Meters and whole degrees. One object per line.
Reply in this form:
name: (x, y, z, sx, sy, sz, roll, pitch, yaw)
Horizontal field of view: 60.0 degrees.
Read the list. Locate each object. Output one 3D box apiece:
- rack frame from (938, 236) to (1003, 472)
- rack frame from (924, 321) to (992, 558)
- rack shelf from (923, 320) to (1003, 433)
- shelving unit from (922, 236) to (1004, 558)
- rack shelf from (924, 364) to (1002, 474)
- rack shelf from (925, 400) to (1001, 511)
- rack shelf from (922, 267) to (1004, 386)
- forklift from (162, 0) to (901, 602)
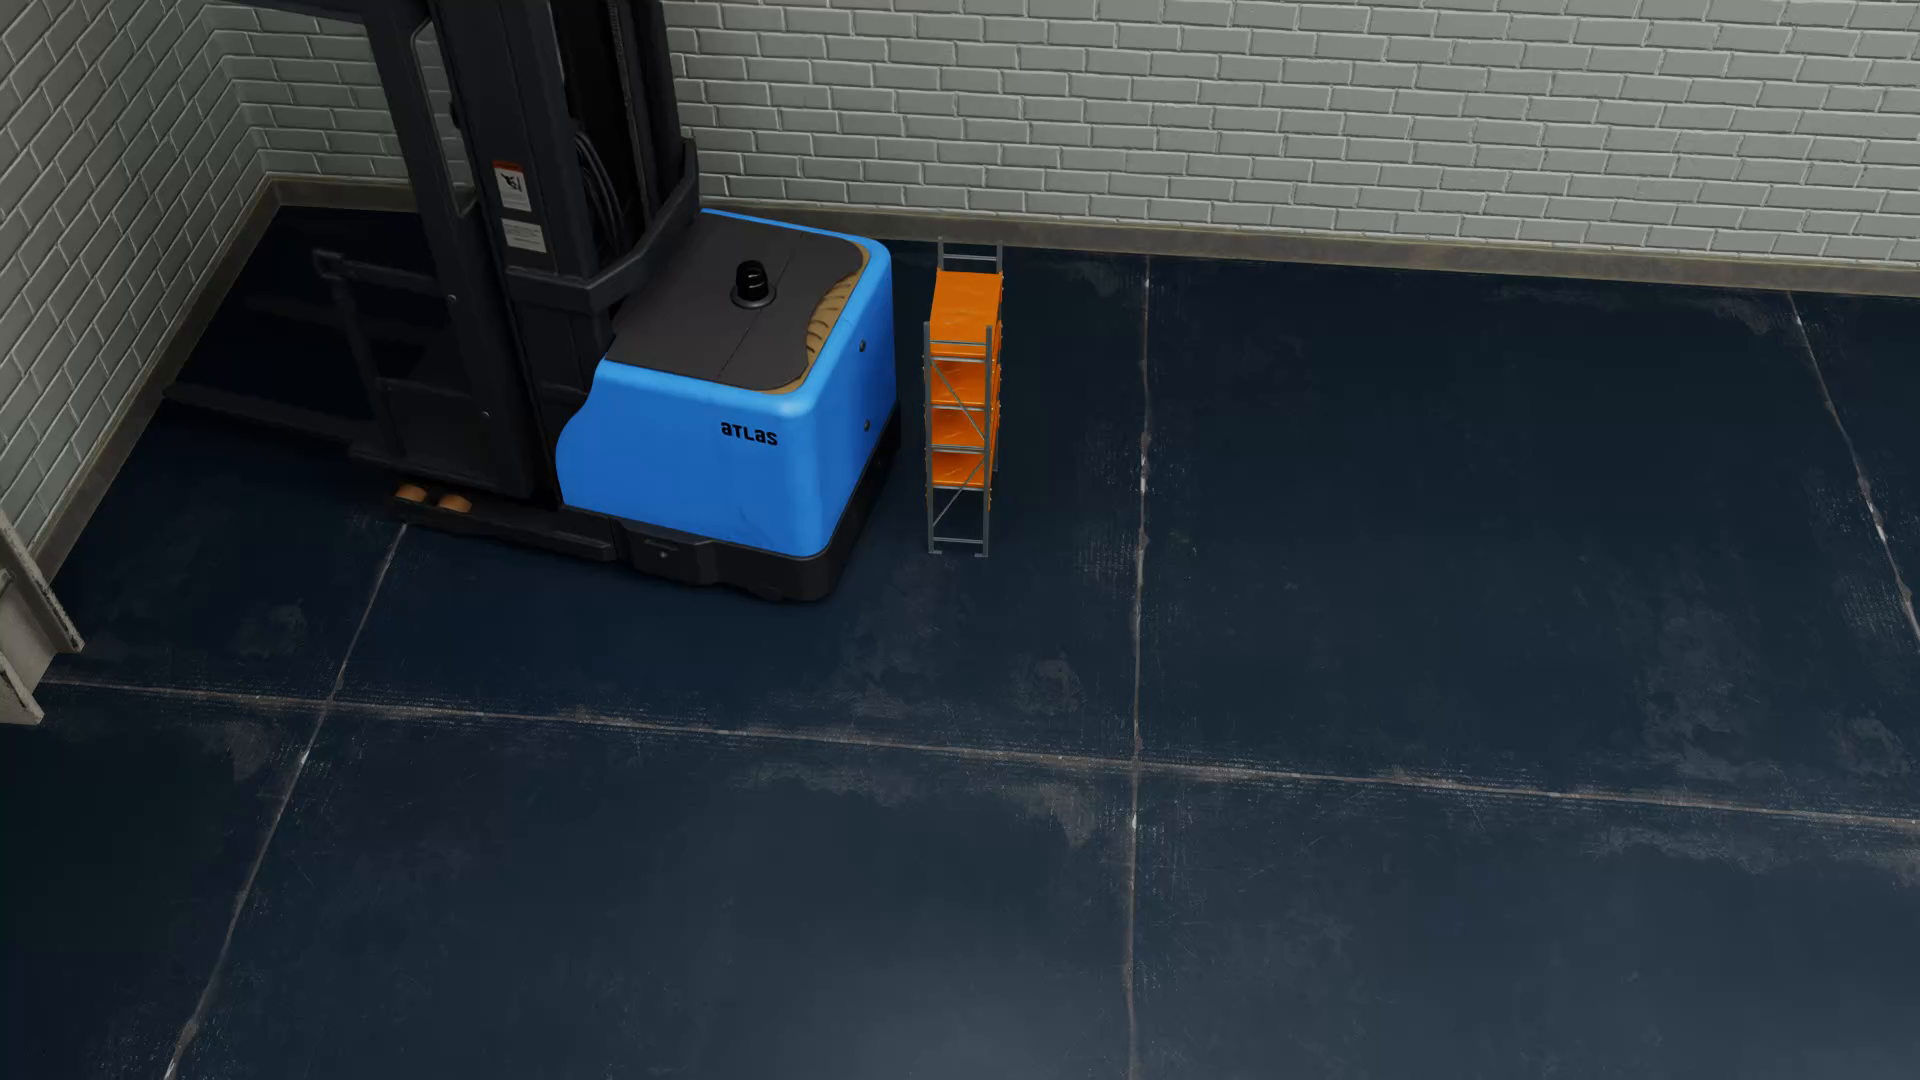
rack frame: (0.037, -0.706, 6.583, 0.240, 1.200, 0.015, 4, 48, 4)
rack frame: (-0.007, -0.347, 6.255, 0.240, 1.200, 0.015, 4, 48, 4)
rack shelf: (0.015, -0.632, 6.303, 0.258, 0.148, 0.480, 4, 48, 4)
shelving unit: (0.015, -0.527, 6.419, 0.258, 1.200, 0.503, 4, 48, 4)
rack shelf: (0.015, -0.481, 6.468, 0.258, 0.148, 0.480, 4, 48, 4)
rack shelf: (0.015, -0.347, 6.615, 0.258, 0.148, 0.480, 4, 48, 4)
rack shelf: (0.015, -0.792, 6.129, 0.258, 0.148, 0.480, 4, 48, 4)
forklift: (-1.824, -1.375, 6.021, 3.031, 2.935, 1.130, 12, 49, 11)
